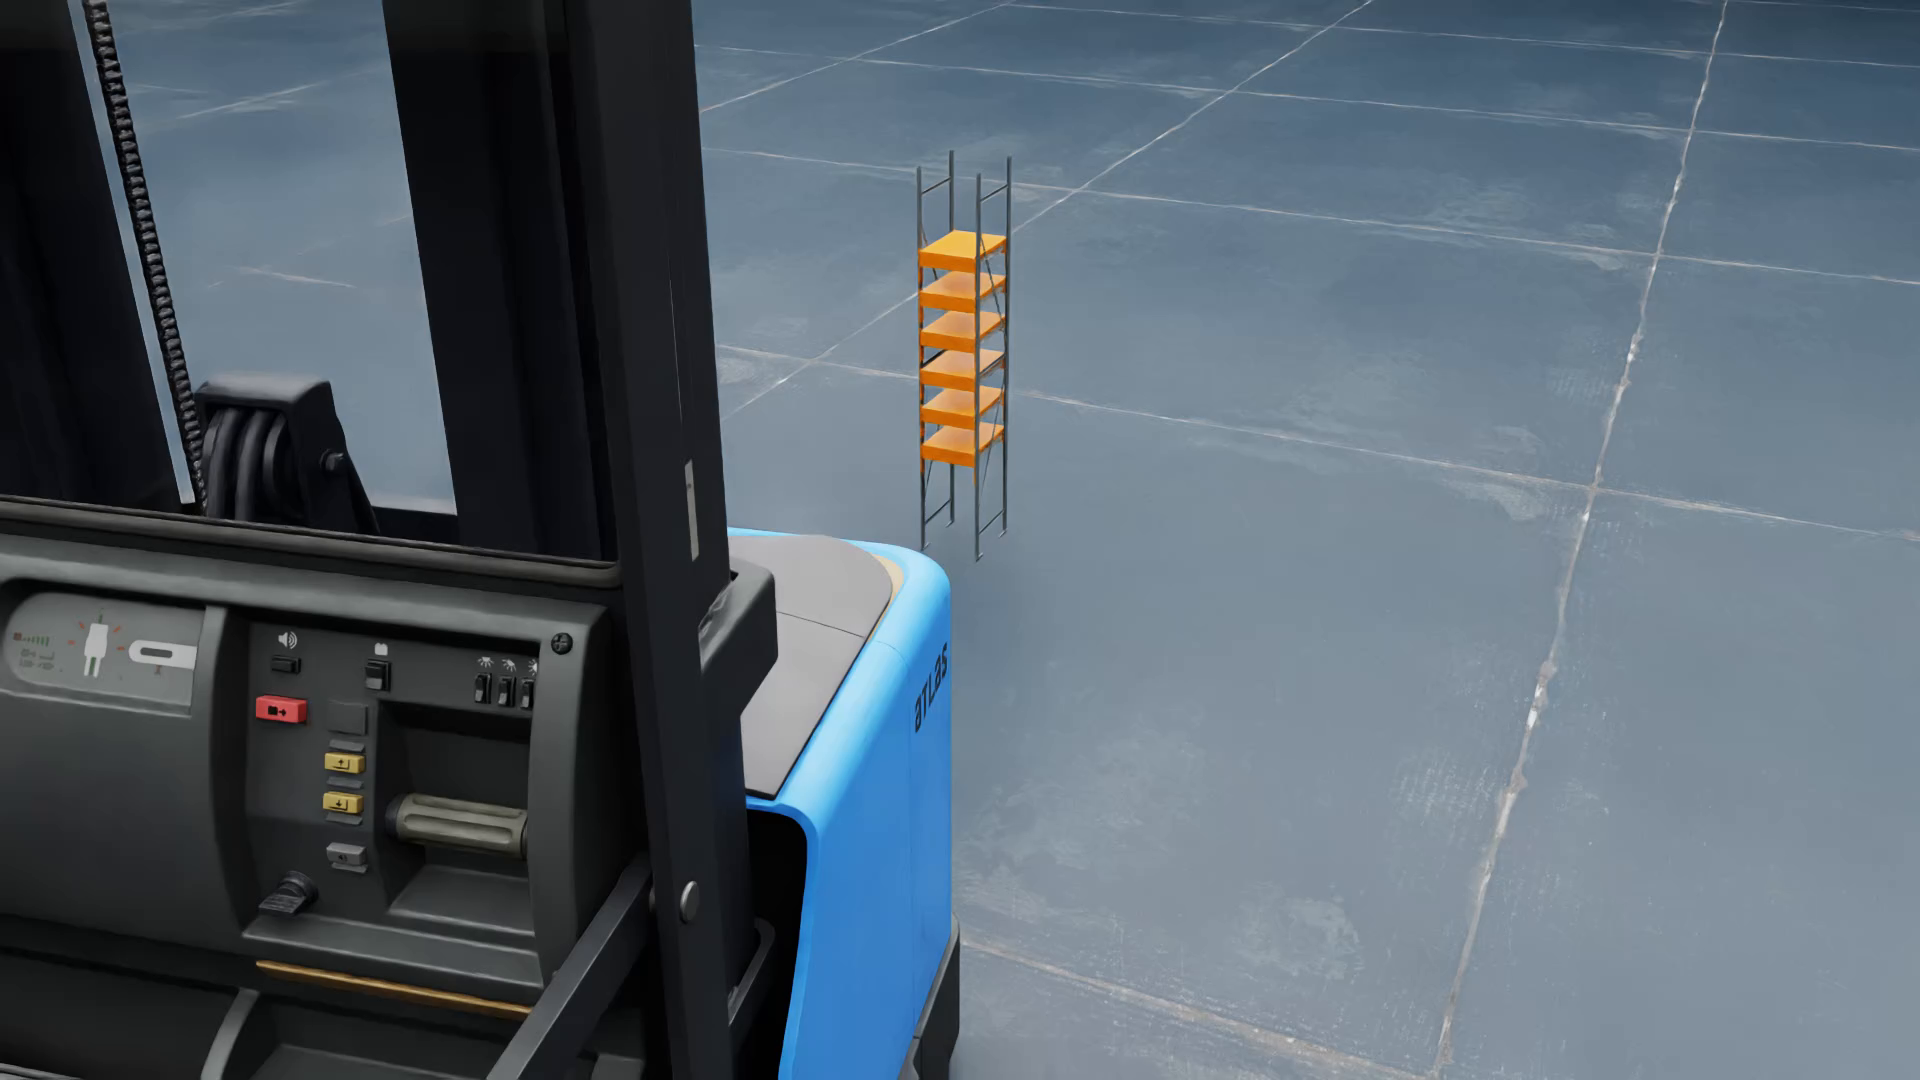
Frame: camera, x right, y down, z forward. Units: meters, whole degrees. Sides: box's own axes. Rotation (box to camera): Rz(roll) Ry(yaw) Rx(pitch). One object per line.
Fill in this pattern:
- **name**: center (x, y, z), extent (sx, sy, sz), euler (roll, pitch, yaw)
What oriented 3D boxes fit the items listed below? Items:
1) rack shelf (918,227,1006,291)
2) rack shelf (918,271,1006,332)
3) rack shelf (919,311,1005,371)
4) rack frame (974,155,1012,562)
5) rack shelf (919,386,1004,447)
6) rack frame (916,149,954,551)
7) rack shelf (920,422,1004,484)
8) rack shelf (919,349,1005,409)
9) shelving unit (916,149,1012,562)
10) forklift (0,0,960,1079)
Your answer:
- **rack shelf**: center (0.013, -0.819, 4.840), extent (0.180, 0.103, 0.258), euler (11, 28, 22)
- **rack shelf**: center (0.013, -0.711, 4.893), extent (0.180, 0.103, 0.258), euler (11, 28, 22)
- **rack shelf**: center (0.013, -0.603, 4.946), extent (0.180, 0.103, 0.258), euler (11, 28, 22)
- **rack frame**: center (0.096, -0.519, 4.946), extent (0.006, 1.200, 0.240), euler (11, 28, 22)
- **rack shelf**: center (0.013, -0.388, 5.052), extent (0.180, 0.103, 0.258), euler (11, 28, 22)
- **rack frame**: center (-0.070, -0.552, 5.014), extent (0.006, 1.200, 0.240), euler (11, 28, 22)
- **rack shelf**: center (0.013, -0.280, 5.105), extent (0.180, 0.103, 0.258), euler (11, 28, 22)
- **rack shelf**: center (0.013, -0.496, 4.999), extent (0.180, 0.103, 0.258), euler (11, 28, 22)
- **shelving unit**: center (0.013, -0.536, 4.980), extent (0.189, 1.200, 0.258), euler (11, 28, 22)
- **forklift**: center (-0.841, 0.245, 1.434), extent (1.130, 2.935, 3.031), euler (6, 27, 12)
